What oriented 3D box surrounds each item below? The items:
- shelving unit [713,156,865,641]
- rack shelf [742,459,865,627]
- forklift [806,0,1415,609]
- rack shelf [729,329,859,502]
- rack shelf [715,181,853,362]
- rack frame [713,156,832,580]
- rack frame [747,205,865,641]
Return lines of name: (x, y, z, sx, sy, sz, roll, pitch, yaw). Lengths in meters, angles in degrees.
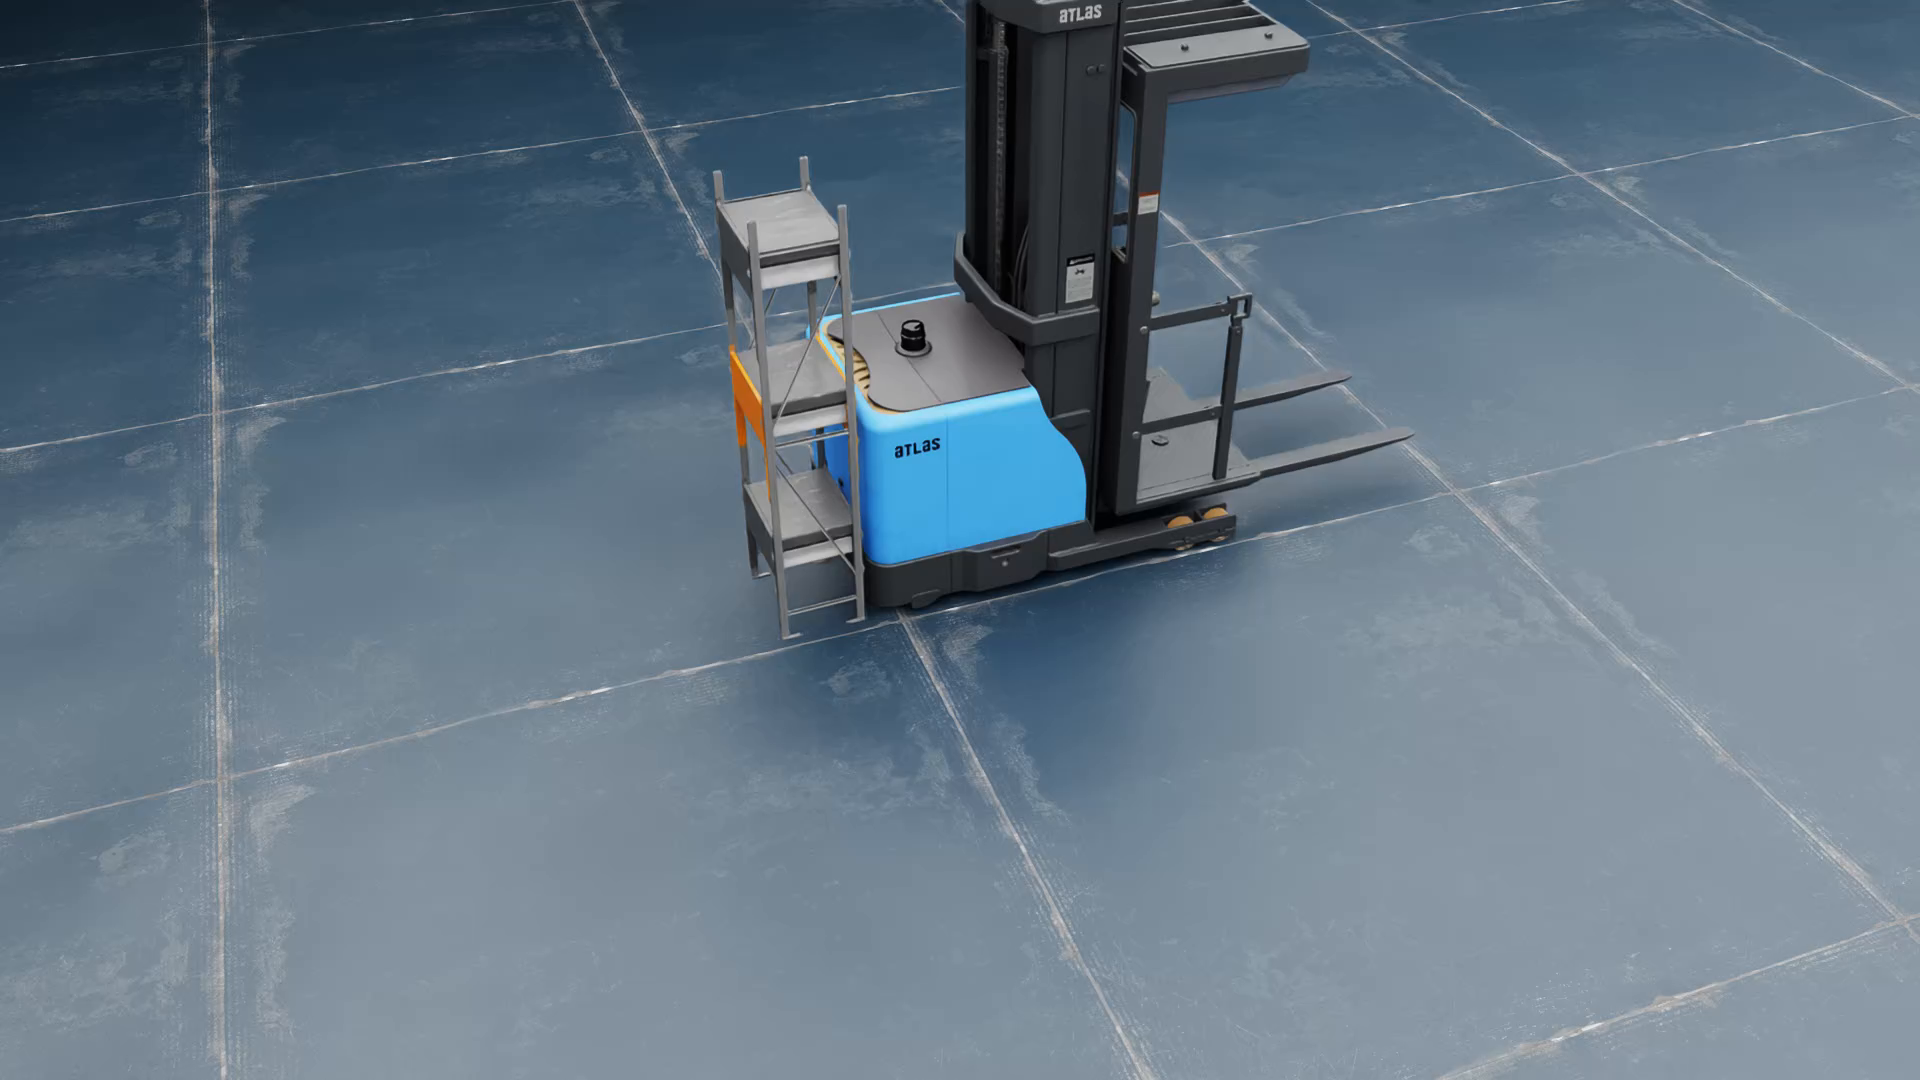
shelving unit: (-0.723, -0.560, 7.248, 0.431, 2.100, 0.503, -14, 39, -17)
rack shelf: (-0.723, 0.010, 7.678, 0.431, 0.518, 0.480, -14, 39, -17)
forklift: (0.829, -1.404, 7.678, 3.031, 2.935, 1.130, -13, 39, -17)
rack shelf: (-0.723, -0.549, 7.257, 0.431, 0.518, 0.480, -14, 39, -17)
rack shelf: (-0.723, -1.108, 6.835, 0.431, 0.518, 0.480, -14, 39, -17)
rack frame: (-0.814, -0.696, 7.429, 0.400, 2.100, 0.015, -14, 39, -17)
rack frame: (-0.631, -0.424, 7.068, 0.400, 2.100, 0.015, -14, 39, -17)
